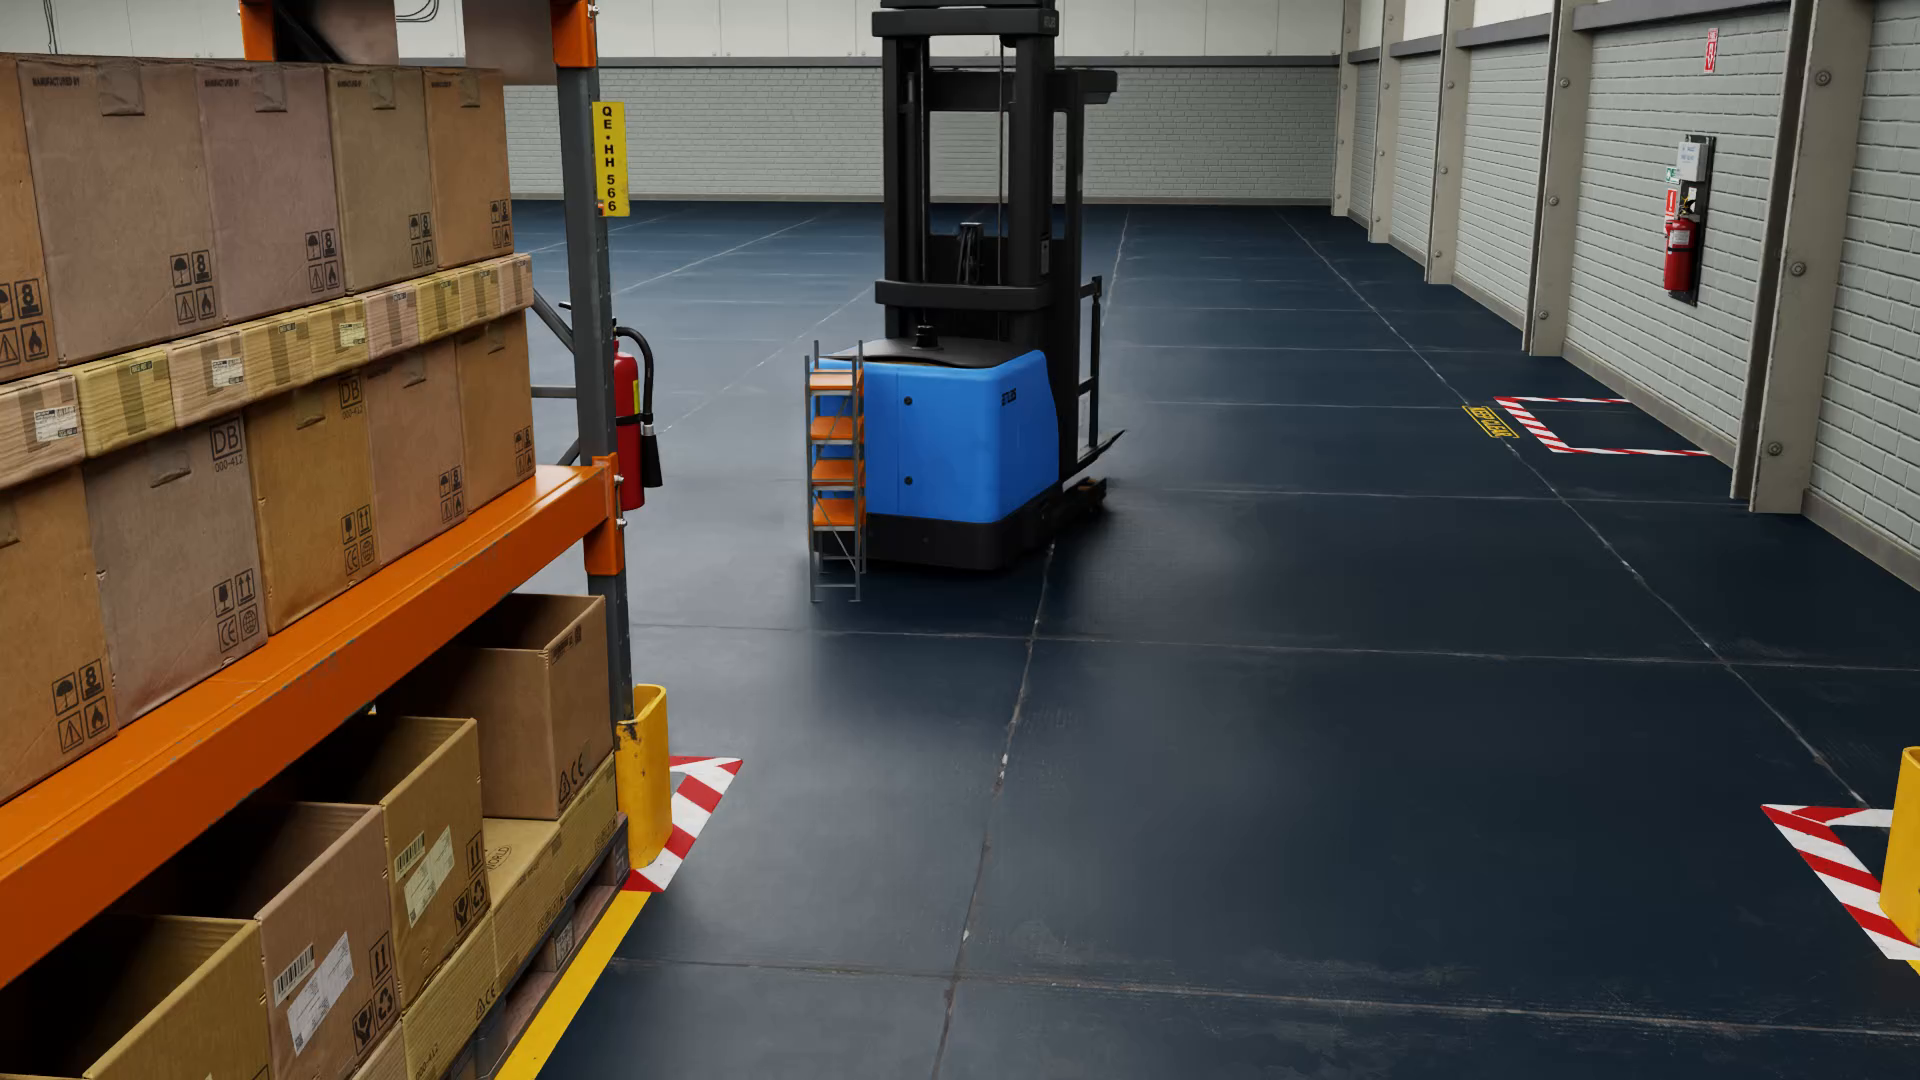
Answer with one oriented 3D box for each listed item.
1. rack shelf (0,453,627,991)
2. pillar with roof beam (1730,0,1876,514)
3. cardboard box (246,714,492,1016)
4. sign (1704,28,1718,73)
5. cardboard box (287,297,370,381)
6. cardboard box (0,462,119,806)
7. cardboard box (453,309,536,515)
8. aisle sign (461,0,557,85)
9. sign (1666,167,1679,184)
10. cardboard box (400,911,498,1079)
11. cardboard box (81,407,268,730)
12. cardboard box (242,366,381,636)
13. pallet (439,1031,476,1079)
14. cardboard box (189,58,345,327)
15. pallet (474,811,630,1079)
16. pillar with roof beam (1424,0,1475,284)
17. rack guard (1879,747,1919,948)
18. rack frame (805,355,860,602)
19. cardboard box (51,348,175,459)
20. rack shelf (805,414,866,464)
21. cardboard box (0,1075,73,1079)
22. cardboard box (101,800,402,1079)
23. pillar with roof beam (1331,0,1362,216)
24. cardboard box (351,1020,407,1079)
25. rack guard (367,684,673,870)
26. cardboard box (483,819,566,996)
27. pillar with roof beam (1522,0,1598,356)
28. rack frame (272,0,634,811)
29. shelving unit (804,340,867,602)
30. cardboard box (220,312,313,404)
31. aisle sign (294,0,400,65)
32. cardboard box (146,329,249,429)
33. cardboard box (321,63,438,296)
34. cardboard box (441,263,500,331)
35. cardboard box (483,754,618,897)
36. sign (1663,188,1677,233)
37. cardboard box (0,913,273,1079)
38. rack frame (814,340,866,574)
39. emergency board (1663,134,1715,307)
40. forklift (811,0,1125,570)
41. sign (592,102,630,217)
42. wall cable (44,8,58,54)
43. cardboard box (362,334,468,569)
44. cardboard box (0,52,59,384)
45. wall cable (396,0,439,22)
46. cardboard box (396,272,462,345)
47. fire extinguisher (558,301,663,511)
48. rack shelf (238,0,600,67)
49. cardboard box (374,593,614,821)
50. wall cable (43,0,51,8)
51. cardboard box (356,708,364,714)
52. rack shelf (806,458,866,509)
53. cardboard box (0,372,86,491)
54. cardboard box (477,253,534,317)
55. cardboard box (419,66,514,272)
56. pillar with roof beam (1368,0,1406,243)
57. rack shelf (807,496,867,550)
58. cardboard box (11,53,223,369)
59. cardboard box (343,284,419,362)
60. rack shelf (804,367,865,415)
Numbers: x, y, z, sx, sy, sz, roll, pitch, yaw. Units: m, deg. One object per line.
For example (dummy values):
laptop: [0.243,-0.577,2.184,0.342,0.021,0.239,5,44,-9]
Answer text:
rack shelf: [-1.781,0.413,3.267,1.077,0.370,4.000,2,15,6]
pillar with roof beam: [0.547,-4.680,9.231,9.100,9.000,0.400,2,15,6]
cardboard box: [-1.419,0.717,3.790,0.500,0.500,0.500,2,15,6]
sign: [5.241,-3.415,11.605,0.001,0.298,0.199,2,15,6]
cardboard box: [-1.526,-0.442,3.617,0.380,0.149,0.250,2,15,8]
cardboard box: [-1.849,0.154,2.655,0.700,0.500,0.500,2,15,7]
cardboard box: [-1.621,-0.381,4.632,0.700,0.500,0.500,2,15,6]
aisle sign: [-1.256,-1.716,4.783,0.394,0.787,0.004,2,15,6]
sign: [5.297,-2.710,12.353,0.001,0.109,0.331,2,15,6]
cardboard box: [-1.422,1.079,3.888,0.500,0.250,0.500,2,15,6]
cardboard box: [-1.793,0.021,3.147,0.700,0.500,0.500,2,15,8]
cardboard box: [-1.737,-0.116,3.652,0.700,0.500,0.500,2,15,7]
pallet: [-1.740,1.408,3.550,1.003,0.211,1.213,2,15,6]
cardboard box: [-1.737,-0.726,3.423,0.700,0.500,0.500,2,15,6]
pallet: [-1.600,1.092,4.717,1.003,0.211,1.213,2,15,6]
pillar with roof beam: [1.901,-7.792,20.741,9.100,9.000,0.400,2,15,6]
rack guard: [3.358,0.918,4.809,1.175,0.500,0.348,2,15,6]
rack frame: [-0.603,-0.280,7.900,0.240,1.200,0.015,0,15,0]
cardboard box: [-1.613,-0.243,2.880,0.380,0.149,0.250,2,15,6]
rack shelf: [-0.602,-0.495,8.095,0.258,0.148,0.480,0,15,0]
cardboard box: [-1.595,1.106,2.352,0.500,0.500,0.500,2,15,6]
cardboard box: [-1.476,0.847,3.311,0.500,0.500,0.500,2,15,6]
pillar with roof beam: [3.255,-10.905,32.251,9.100,9.000,0.400,2,15,6]
cardboard box: [-1.480,1.209,3.409,0.500,0.250,0.500,2,15,6]
rack guard: [-1.553,0.747,5.441,1.175,0.500,0.348,2,15,6]
cardboard box: [-1.367,0.949,4.368,0.500,0.250,0.500,2,15,6]
pillar with roof beam: [1.224,-6.236,14.986,9.100,9.000,0.400,2,15,6]
rack frame: [-1.556,-0.453,5.091,1.000,3.000,0.127,2,15,6]
shelving unit: [-0.602,-0.344,8.136,0.258,1.200,0.503,0,15,0]
cardboard box: [-1.554,-0.374,3.364,0.380,0.149,0.250,2,15,8]
aisle sign: [-1.852,-1.734,4.848,0.394,0.787,0.004,2,15,6]
cardboard box: [-1.582,-0.307,3.118,0.380,0.149,0.250,1,15,5]
cardboard box: [-1.681,-0.857,3.907,0.700,0.500,0.500,1,15,5]
cardboard box: [-1.437,-0.642,4.355,0.380,0.149,0.250,2,15,8]
cardboard box: [-1.322,0.819,4.849,0.500,0.250,0.500,2,15,6]
sign: [5.306,-2.455,12.425,0.001,0.329,0.234,2,15,6]
cardboard box: [-1.531,0.976,2.831,0.500,0.500,0.500,2,15,6]
rack frame: [-0.601,-0.408,8.371,0.240,1.200,0.015,0,15,0]
emergency board: [5.141,-2.297,11.911,0.194,1.169,0.643,2,15,6]
forklift: [0.231,-1.603,9.474,1.130,2.935,3.031,6,16,20]
sign: [-1.018,-1.107,4.837,0.100,0.325,0.005,2,15,6]
wall cable: [-22.120,-10.932,38.300,3.097,2.526,0.112,2,15,6]
cardboard box: [-1.675,-0.244,4.128,0.700,0.500,0.500,2,15,8]
cardboard box: [-1.850,-0.466,2.464,0.700,0.500,0.500,2,15,6]
wall cable: [-12.689,-13.789,36.401,2.305,6.003,0.169,2,15,6]
cardboard box: [-1.466,-0.576,4.110,0.380,0.149,0.250,1,15,5]
fire extinguisher: [-1.081,-0.433,5.164,0.296,0.674,0.183,2,15,6]
rack shelf: [-1.781,-1.035,2.875,1.077,0.370,4.000,2,15,6]
cardboard box: [-1.320,0.457,4.751,0.500,0.500,0.500,2,15,6]
wall cable: [-19.432,-13.290,37.346,3.097,2.526,0.112,2,15,6]
cardboard box: [-1.892,0.572,4.328,0.500,0.500,0.500,2,15,6]
rack shelf: [-0.602,-0.279,8.153,0.258,0.148,0.480,0,15,0]
cardboard box: [-1.643,-0.175,2.630,0.380,0.149,0.250,1,15,5]
cardboard box: [-1.409,-0.710,4.606,0.380,0.149,0.250,1,15,5]
cardboard box: [-1.627,-0.993,4.412,0.700,0.500,0.500,2,15,6]
pillar with roof beam: [2.578,-9.349,26.496,9.100,9.000,0.400,2,15,6]
rack shelf: [-0.602,-0.087,8.205,0.258,0.148,0.480,0,15,0]
cardboard box: [-1.793,-0.596,2.943,0.700,0.500,0.500,2,15,6]
cardboard box: [-1.497,-0.510,3.869,0.380,0.149,0.250,2,15,7]
rack shelf: [-0.602,-0.723,8.033,0.258,0.148,0.480,0,15,0]
